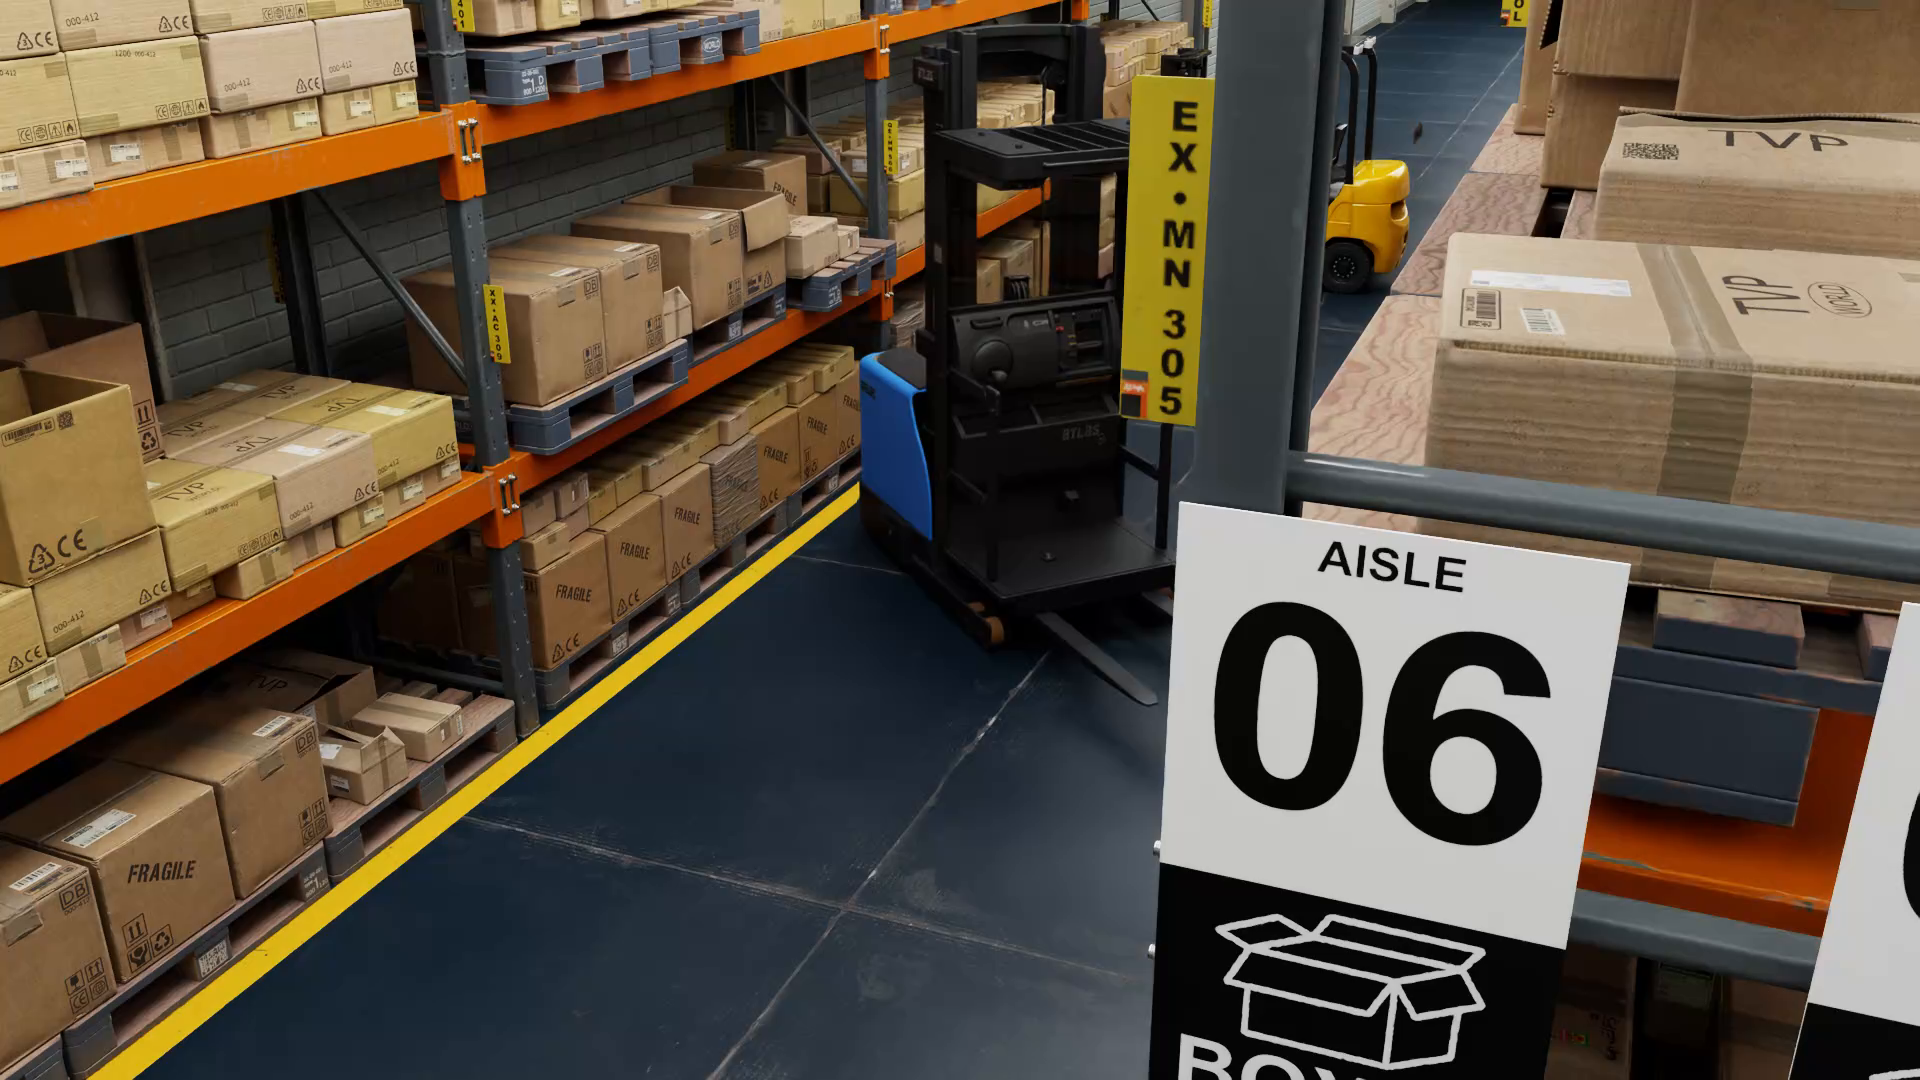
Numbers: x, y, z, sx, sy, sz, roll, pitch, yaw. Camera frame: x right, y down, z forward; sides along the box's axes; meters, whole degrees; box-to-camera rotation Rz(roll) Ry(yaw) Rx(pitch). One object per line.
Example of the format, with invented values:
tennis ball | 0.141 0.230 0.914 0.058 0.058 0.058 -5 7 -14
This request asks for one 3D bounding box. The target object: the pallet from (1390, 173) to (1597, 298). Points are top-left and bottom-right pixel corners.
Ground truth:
pallet | 1.420 -0.474 3.216 1.003 0.211 1.213 9 24 20

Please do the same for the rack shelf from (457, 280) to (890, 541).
rack shelf | -1.679 -0.950 9.066 1.077 0.370 4.000 9 24 20

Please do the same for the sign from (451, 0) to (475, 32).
sign | -1.915 -2.114 6.357 0.100 0.325 0.005 9 24 20

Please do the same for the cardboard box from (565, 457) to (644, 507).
cardboard box | -1.837 -0.300 8.433 0.380 0.149 0.250 8 24 19

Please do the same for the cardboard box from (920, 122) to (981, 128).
cardboard box | -0.075 -2.878 11.778 0.380 0.149 0.250 9 24 21

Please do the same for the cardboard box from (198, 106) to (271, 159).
cardboard box | -2.578 -1.394 5.631 0.380 0.149 0.250 9 24 20

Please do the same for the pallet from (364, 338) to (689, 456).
pallet | -2.024 -0.748 7.898 1.003 0.211 1.213 9 24 20

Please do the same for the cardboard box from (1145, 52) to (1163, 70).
cardboard box | 1.713 -4.579 15.850 0.380 0.149 0.250 9 24 20

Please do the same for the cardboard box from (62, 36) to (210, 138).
cardboard box | -2.753 -1.441 5.225 0.500 0.250 0.500 9 24 21

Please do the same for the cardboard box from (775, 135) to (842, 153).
cardboard box | -1.010 -2.598 11.107 0.380 0.149 0.250 9 24 21

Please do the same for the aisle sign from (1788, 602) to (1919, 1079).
aisle sign | 0.945 0.442 1.427 0.394 0.787 0.004 9 24 20

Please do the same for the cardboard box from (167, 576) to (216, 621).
cardboard box | -2.848 0.154 5.815 0.380 0.149 0.250 9 24 21

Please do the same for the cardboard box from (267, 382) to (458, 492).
cardboard box | -2.385 -0.417 6.666 0.500 0.250 0.500 9 24 21

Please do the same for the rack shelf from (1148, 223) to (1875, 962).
rack shelf | 1.445 -0.194 3.363 1.077 0.370 4.000 9 24 20

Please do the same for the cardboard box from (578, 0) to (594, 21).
cardboard box | -1.810 -2.317 7.164 0.380 0.149 0.250 9 24 21

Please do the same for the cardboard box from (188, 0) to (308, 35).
cardboard box | -2.566 -1.851 5.559 0.500 0.250 0.500 8 24 19

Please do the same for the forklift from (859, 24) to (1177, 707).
forklift | 0.492 -0.991 8.320 1.130 2.935 3.031 -10 25 -23

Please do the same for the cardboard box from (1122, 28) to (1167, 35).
cardboard box | 1.802 -4.916 16.271 0.380 0.149 0.250 9 24 20

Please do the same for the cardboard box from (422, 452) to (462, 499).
cardboard box | -2.306 -0.300 6.903 0.380 0.149 0.250 9 24 21

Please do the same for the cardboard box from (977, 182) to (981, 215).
cardboard box | -0.168 -2.417 11.839 0.500 0.250 0.500 8 24 18

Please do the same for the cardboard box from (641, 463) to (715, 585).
cardboard box | -1.655 -0.118 8.838 0.500 0.500 0.500 8 24 18

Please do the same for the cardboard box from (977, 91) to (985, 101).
cardboard box | -0.022 -3.502 13.270 0.380 0.149 0.250 9 24 20

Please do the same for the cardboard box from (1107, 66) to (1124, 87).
cardboard box | 1.238 -4.119 14.748 0.380 0.149 0.250 9 24 21

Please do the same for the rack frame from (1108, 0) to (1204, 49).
rack frame | 2.035 -4.861 17.495 1.000 3.000 0.127 9 24 20

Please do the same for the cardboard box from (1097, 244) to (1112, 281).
cardboard box | 1.037 -2.480 14.818 0.500 0.250 0.500 9 24 21

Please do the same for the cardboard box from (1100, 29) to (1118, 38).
cardboard box | 1.318 -4.884 16.194 0.380 0.149 0.250 10 25 22

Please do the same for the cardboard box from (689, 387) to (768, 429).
cardboard box | -1.328 -0.757 9.528 0.380 0.149 0.250 8 24 19

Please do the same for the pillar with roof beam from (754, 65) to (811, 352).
pillar with roof beam | 2.708 -4.745 9.435 9.100 9.000 0.400 9 24 20

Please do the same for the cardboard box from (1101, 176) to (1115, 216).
cardboard box | 1.220 -3.125 15.066 0.500 0.250 0.500 9 24 20

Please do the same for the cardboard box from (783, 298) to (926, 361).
cardboard box | -0.692 -1.317 11.547 0.875 0.625 0.625 10 25 22

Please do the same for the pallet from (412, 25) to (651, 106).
pallet | -2.115 -2.087 7.207 1.213 0.211 1.003 9 24 20

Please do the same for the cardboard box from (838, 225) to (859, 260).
cardboard box | -0.824 -1.786 9.914 0.380 0.149 0.250 9 24 21

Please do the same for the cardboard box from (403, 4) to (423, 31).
cardboard box | -2.374 -2.193 6.868 0.380 0.149 0.250 9 24 20

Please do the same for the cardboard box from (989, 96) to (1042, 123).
cardboard box | 0.435 -3.333 12.865 0.380 0.149 0.250 8 24 18

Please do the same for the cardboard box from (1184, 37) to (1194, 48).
cardboard box | 2.167 -5.042 16.957 0.380 0.149 0.250 9 24 21

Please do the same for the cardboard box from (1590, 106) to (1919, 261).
cardboard box | 1.304 -0.537 2.693 0.500 0.311 0.500 9 24 21

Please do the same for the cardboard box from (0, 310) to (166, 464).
cardboard box | -3.222 -0.486 5.857 0.500 0.500 0.500 8 24 19

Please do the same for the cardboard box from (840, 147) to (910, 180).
cardboard box | -0.544 -2.415 10.669 0.380 0.149 0.250 10 24 22

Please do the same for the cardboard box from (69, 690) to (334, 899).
cardboard box | -2.853 0.948 6.288 0.700 0.500 0.500 8 24 18

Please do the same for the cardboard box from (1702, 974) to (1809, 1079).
cardboard box | 1.091 0.680 1.961 0.380 0.149 0.250 9 24 21

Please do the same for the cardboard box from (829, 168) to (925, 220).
cardboard box | -0.521 -2.280 10.861 0.500 0.250 0.500 9 24 20

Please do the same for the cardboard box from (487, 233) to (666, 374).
cardboard box | -1.842 -1.133 7.895 0.700 0.500 0.500 9 24 21

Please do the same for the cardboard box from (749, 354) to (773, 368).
cardboard box | -1.419 -1.195 10.577 0.380 0.149 0.250 10 25 23

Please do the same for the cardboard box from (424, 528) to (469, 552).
cardboard box | -2.553 -0.079 7.904 0.380 0.149 0.250 8 24 18

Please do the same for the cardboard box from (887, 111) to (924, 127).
cardboard box | -0.451 -3.041 12.167 0.380 0.149 0.250 10 24 22

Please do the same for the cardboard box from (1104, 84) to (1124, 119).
cardboard box | 1.135 -3.786 14.791 0.500 0.500 0.500 9 24 21

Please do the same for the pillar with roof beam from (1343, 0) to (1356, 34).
pillar with roof beam | 11.623 -13.334 29.996 9.100 9.000 0.400 9 24 20

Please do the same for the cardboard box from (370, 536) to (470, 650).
cardboard box | -2.514 0.175 8.137 0.500 0.500 0.500 9 24 20

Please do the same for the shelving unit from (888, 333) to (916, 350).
shelving unit | -0.272 -0.702 10.068 0.215 1.050 0.252 14 26 30

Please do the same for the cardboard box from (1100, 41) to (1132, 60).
cardboard box | 1.348 -4.456 15.168 0.380 0.149 0.250 9 24 20
